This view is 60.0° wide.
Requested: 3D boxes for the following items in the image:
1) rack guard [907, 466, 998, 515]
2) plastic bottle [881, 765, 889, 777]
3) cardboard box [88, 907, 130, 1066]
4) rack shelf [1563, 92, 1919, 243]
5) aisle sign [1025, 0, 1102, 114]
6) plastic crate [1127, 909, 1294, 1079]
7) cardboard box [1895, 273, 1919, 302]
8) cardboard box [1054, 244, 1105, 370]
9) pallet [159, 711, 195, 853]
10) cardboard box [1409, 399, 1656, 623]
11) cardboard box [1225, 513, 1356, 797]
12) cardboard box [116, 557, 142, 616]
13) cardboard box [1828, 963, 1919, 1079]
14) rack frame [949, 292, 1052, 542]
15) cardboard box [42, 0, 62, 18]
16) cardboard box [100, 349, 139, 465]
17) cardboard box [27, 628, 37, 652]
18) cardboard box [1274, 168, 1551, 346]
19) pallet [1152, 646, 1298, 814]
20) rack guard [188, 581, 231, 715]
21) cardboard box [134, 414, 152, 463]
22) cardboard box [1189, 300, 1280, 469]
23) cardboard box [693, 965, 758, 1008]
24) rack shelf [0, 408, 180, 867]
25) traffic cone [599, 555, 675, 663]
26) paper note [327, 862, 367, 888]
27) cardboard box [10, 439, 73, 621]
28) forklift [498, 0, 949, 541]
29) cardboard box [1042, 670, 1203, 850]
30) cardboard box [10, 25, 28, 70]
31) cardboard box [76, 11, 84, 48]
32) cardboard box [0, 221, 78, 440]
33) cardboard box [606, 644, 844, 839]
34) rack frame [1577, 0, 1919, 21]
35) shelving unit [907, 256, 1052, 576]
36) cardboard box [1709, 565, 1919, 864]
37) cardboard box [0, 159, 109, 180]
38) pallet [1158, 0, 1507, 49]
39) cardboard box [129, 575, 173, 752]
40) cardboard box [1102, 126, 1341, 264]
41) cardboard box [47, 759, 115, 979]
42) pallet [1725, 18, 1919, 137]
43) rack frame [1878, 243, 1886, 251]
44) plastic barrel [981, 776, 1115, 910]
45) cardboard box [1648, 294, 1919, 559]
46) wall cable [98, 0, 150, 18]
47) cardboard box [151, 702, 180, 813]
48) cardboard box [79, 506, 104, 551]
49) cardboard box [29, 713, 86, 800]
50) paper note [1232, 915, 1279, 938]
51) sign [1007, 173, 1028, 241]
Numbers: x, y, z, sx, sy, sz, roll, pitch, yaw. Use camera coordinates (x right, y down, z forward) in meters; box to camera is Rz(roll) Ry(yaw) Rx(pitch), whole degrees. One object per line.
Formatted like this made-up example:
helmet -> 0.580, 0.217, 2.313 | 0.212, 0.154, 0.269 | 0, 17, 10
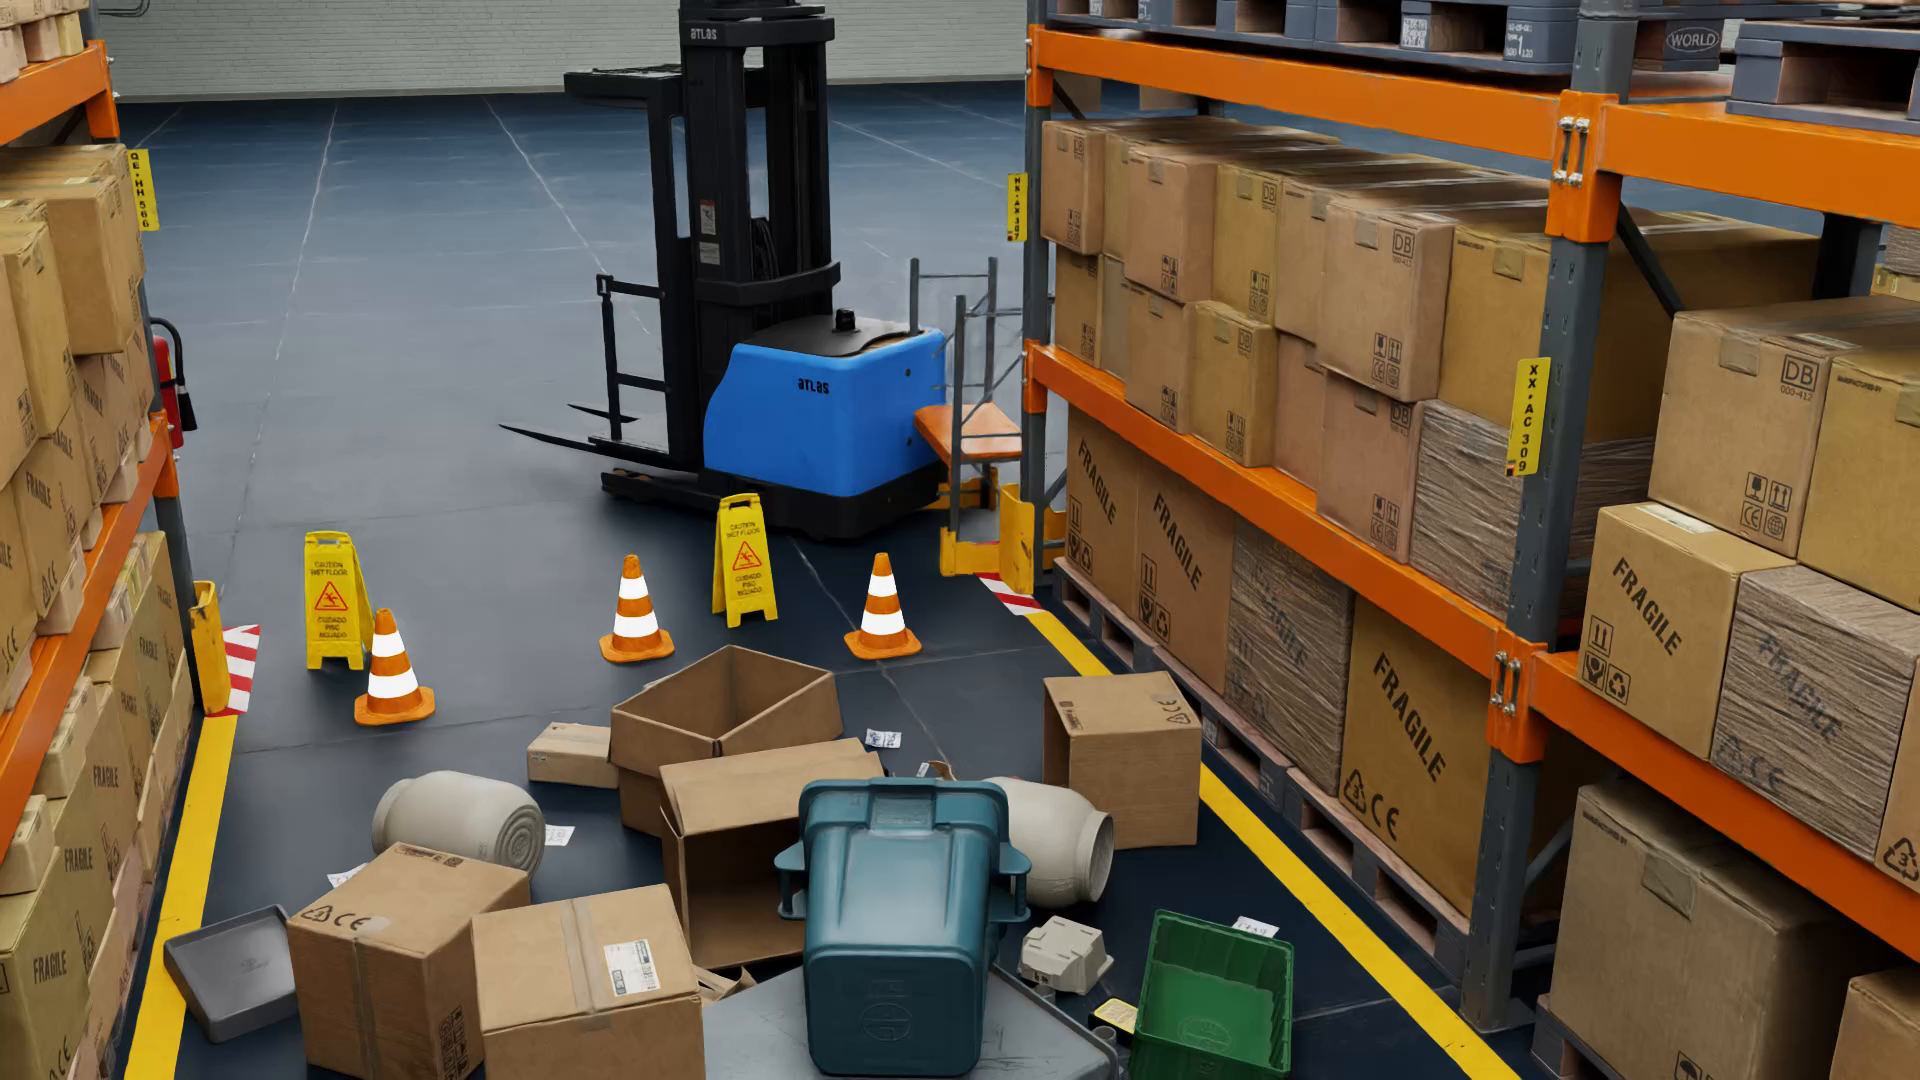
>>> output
rack guard -> -0.067, -0.292, 9.822 | 0.587, 0.250, 0.087 | -4, 21, -14
plastic bottle -> -0.383, 0.939, 6.713 | 0.133, 0.061, 0.283 | -15, 25, -36
cardboard box -> -2.710, 1.320, 4.752 | 0.500, 0.250, 0.500 | -5, 20, -14
rack shelf -> 2.694, -0.378, 2.660 | 1.077, 0.370, 4.000 | -6, 21, -17
aisle sign -> 0.501, -2.445, 7.941 | 0.394, 0.787, 0.004 | -6, 21, -17
plastic crate -> 0.767, 1.433, 5.065 | 0.450, 0.188, 0.662 | 13, 22, 7
cardboard box -> 5.472, -1.408, 9.271 | 0.380, 0.149, 0.250 | -6, 21, -17
cardboard box -> 0.968, -1.187, 8.062 | 0.875, 0.550, 0.550 | -6, 21, -17
pallet -> -3.614, 0.929, 6.518 | 1.003, 0.211, 1.213 | -6, 21, -17
cardboard box -> 1.938, -0.135, 5.133 | 0.875, 0.550, 0.550 | -6, 21, -17
cardboard box -> 1.647, 0.357, 6.507 | 0.875, 0.875, 0.875 | -6, 21, -17
cardboard box -> -3.105, 0.187, 5.836 | 0.380, 0.149, 0.250 | -6, 21, -16
cardboard box -> 2.645, 1.414, 3.750 | 1.050, 0.750, 0.750 | -6, 21, -17
rack frame -> 0.204, -0.544, 8.705 | 0.500, 1.500, 0.032 | -4, 21, -14
cardboard box -> -3.299, -1.855, 5.488 | 0.500, 0.250, 0.500 | -7, 21, -18
cardboard box -> -3.274, -0.553, 5.932 | 0.500, 0.500, 0.500 | -6, 21, -17
cardboard box -> -2.796, 0.271, 4.595 | 0.380, 0.149, 0.250 | -6, 21, -17
cardboard box -> 1.659, -1.000, 5.944 | 0.875, 0.550, 0.550 | -6, 21, -17
pallet -> 1.513, 0.721, 7.098 | 1.003, 0.211, 1.213 | -6, 21, -17
rack guard -> -3.835, 0.528, 7.206 | 1.175, 0.500, 0.348 | -6, 21, -17
cardboard box -> -3.354, -0.387, 6.429 | 0.380, 0.149, 0.250 | -7, 21, -18
cardboard box -> 1.424, -0.654, 6.579 | 0.875, 0.550, 0.500 | -6, 21, -17
cardboard box -> -0.821, 1.408, 5.102 | 0.396, 0.266, 0.258 | 12, 23, 30
rack shelf -> -3.231, 0.308, 5.186 | 1.077, 0.370, 4.000 | -6, 21, -17
traffic cone -> -1.553, 0.295, 7.910 | 0.336, 0.463, 0.334 | -6, 21, -17
paper note -> -2.182, 1.217, 5.982 | 0.142, 0.019, 0.148 | -15, 25, -36
cardboard box -> -2.801, -0.068, 4.580 | 0.500, 0.500, 0.500 | -7, 21, -18
forklift -> -1.577, -1.736, 9.915 | 3.031, 2.935, 1.130 | 13, 23, 32
cardboard box -> 0.603, 0.839, 6.337 | 0.500, 0.500, 0.500 | -3, 20, -8
cardboard box -> -3.181, -1.553, 5.236 | 0.380, 0.149, 0.250 | -7, 21, -18
cardboard box -> -3.482, -1.881, 6.151 | 0.380, 0.149, 0.250 | -6, 21, -17
cardboard box -> -2.806, -0.541, 4.418 | 0.700, 0.500, 0.500 | -7, 21, -18
cardboard box -> -0.904, 0.797, 6.453 | 0.637, 0.503, 0.797 | 12, 23, 30
rack frame -> 2.065, -2.771, 3.818 | 1.000, 3.000, 0.127 | -6, 21, -17
shelving unit -> 0.077, -0.712, 9.157 | 0.587, 1.500, 1.083 | -4, 21, -14
cardboard box -> 2.134, 0.365, 3.815 | 0.500, 0.500, 0.500 | -6, 21, -17
cardboard box -> -3.340, -1.026, 5.769 | 0.700, 0.500, 0.500 | -6, 21, -17
pallet -> 1.438, -1.972, 6.162 | 1.003, 0.211, 1.213 | -6, 21, -17
cardboard box -> -3.193, 0.468, 6.014 | 0.500, 0.500, 0.500 | -6, 21, -15
cardboard box -> 1.148, -1.520, 7.391 | 0.875, 0.550, 0.550 | -6, 21, -17
cardboard box -> -2.711, 0.966, 4.626 | 0.500, 0.500, 0.500 | -6, 20, -15
pallet -> 2.400, -0.980, 3.553 | 0.805, 0.209, 1.217 | -7, 21, -19
rack frame -> 5.548, -1.725, 9.783 | 1.000, 3.000, 0.127 | -6, 21, -17
plastic barrel -> 0.252, 1.064, 5.827 | 0.512, 0.421, 0.421 | 8, 21, 20
cardboard box -> 2.227, -0.306, 4.204 | 0.700, 0.500, 0.500 | -7, 21, -18
wall cable -> -18.307, -11.900, 33.828 | 3.097, 2.526, 0.112 | -6, 21, -17
cardboard box -> -3.195, 0.822, 6.137 | 0.500, 0.250, 0.500 | -6, 21, -17
cardboard box -> -3.070, -0.054, 5.501 | 0.380, 0.149, 0.250 | -7, 21, -18
cardboard box -> -2.677, 0.620, 4.630 | 0.380, 0.149, 0.250 | -6, 20, -15
paper note -> 0.994, 1.330, 5.667 | 0.142, 0.020, 0.147 | 12, 23, 30
sign -> 0.279, -1.618, 8.087 | 0.100, 0.325, 0.005 | -6, 21, -17
